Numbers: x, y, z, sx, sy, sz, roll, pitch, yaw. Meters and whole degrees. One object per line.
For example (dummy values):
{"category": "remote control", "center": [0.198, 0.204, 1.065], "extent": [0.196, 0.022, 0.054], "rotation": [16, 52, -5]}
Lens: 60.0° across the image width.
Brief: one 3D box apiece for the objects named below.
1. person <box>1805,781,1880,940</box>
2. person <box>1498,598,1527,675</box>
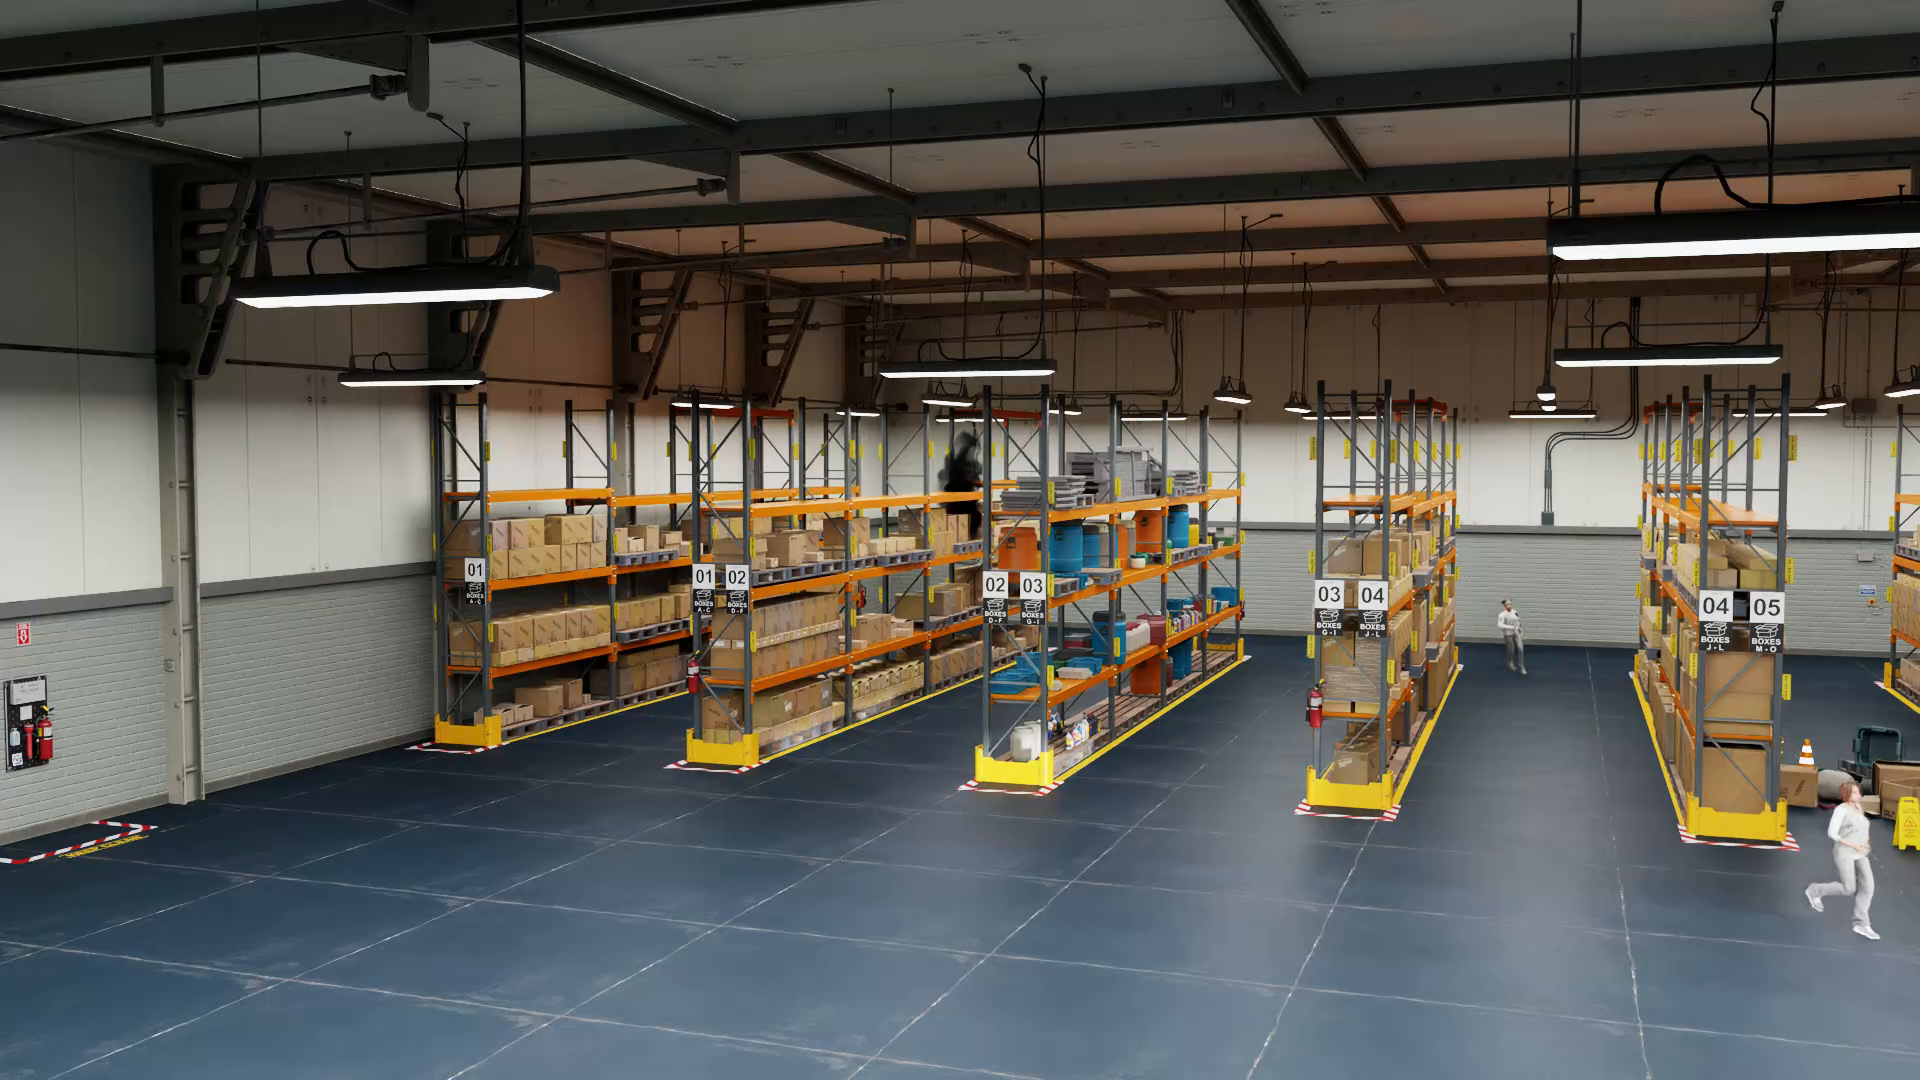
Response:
{"category": "person", "center": [9.258, 3.303, 17.368], "extent": [0.549, 1.586, 0.786], "rotation": [-2, 3, -28]}
{"category": "person", "center": [12.425, 2.158, 37.485], "extent": [0.610, 1.691, 0.857], "rotation": [0, 3, -4]}
